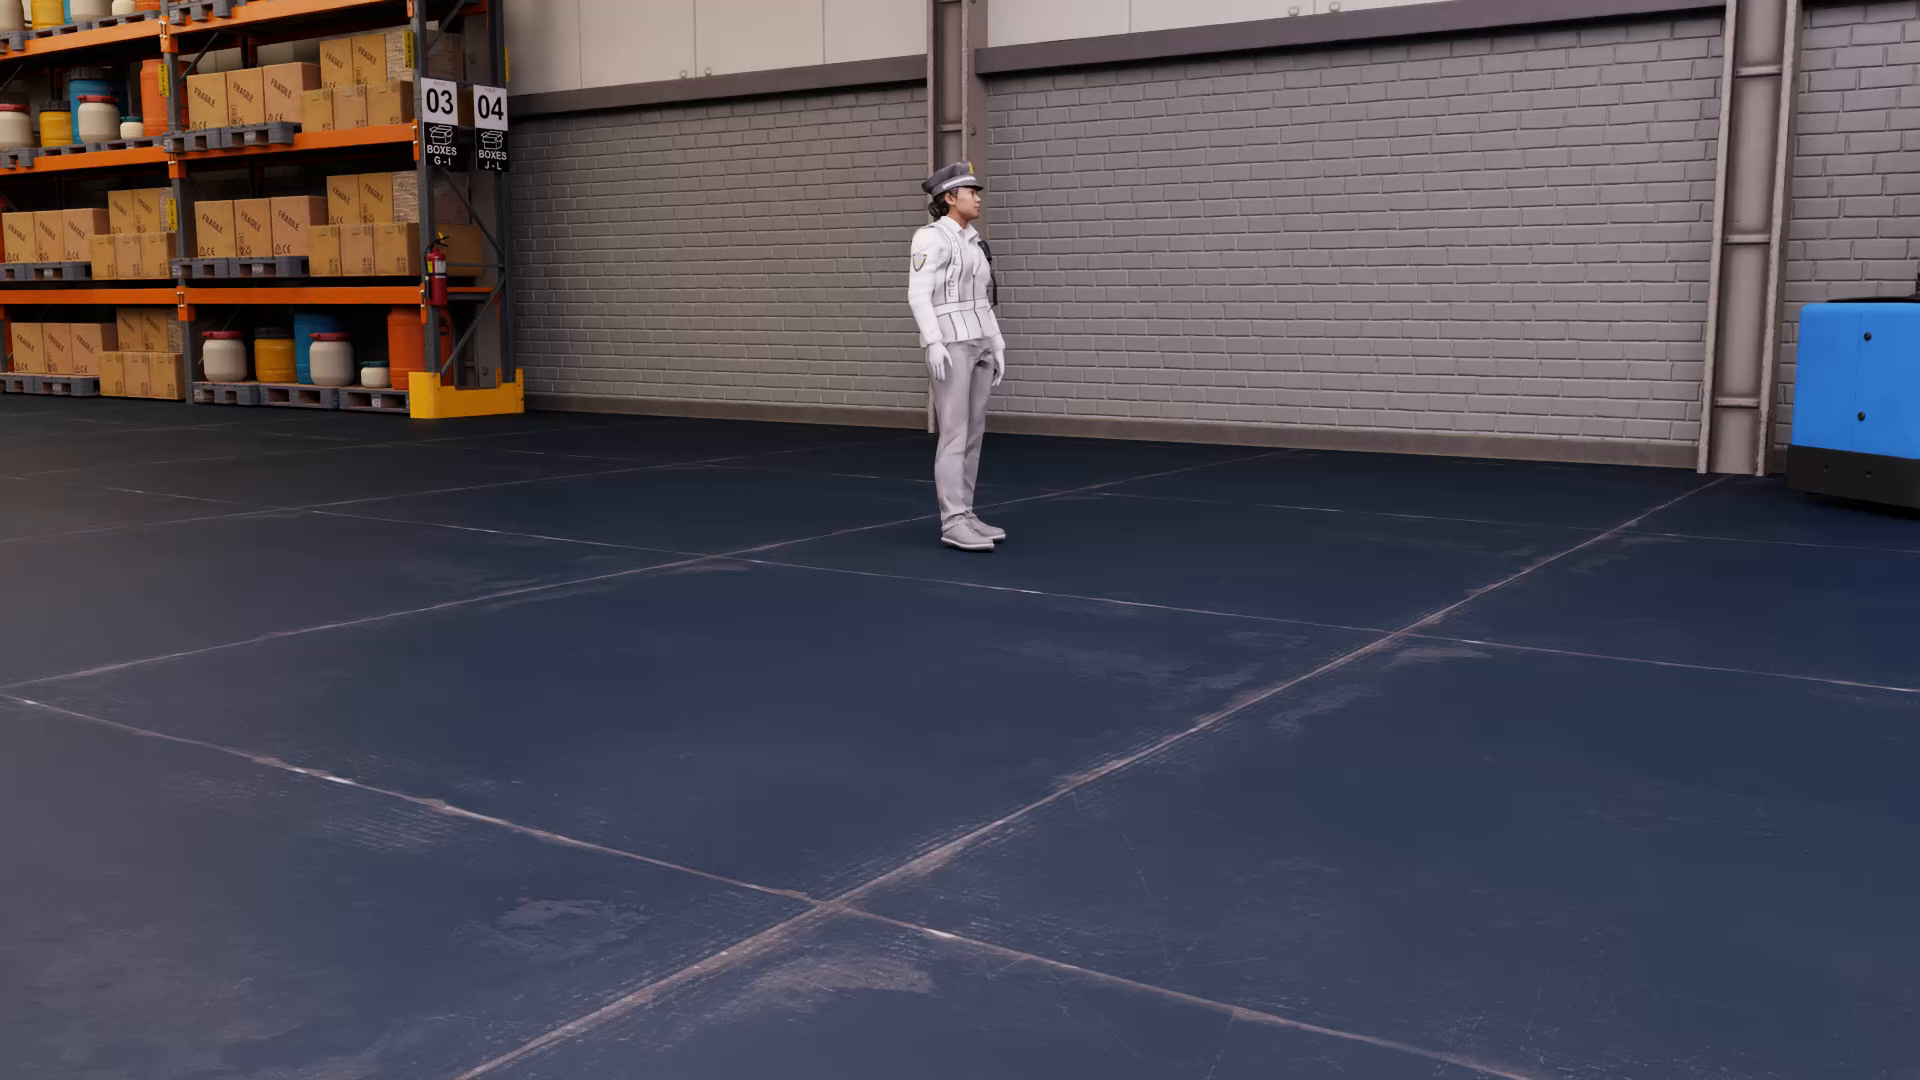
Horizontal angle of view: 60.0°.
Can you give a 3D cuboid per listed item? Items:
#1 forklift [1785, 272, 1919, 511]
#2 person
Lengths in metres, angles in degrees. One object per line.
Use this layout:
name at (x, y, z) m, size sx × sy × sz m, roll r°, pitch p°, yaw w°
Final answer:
forklift at (6.072, -1.644, 8.754) m, size 3.031 × 2.935 × 1.130 m, roll -2°, pitch 8°, yaw -12°
person at (0.053, -0.840, 7.439) m, size 0.530 × 1.694 × 0.586 m, roll 5°, pitch 10°, yaw 34°
